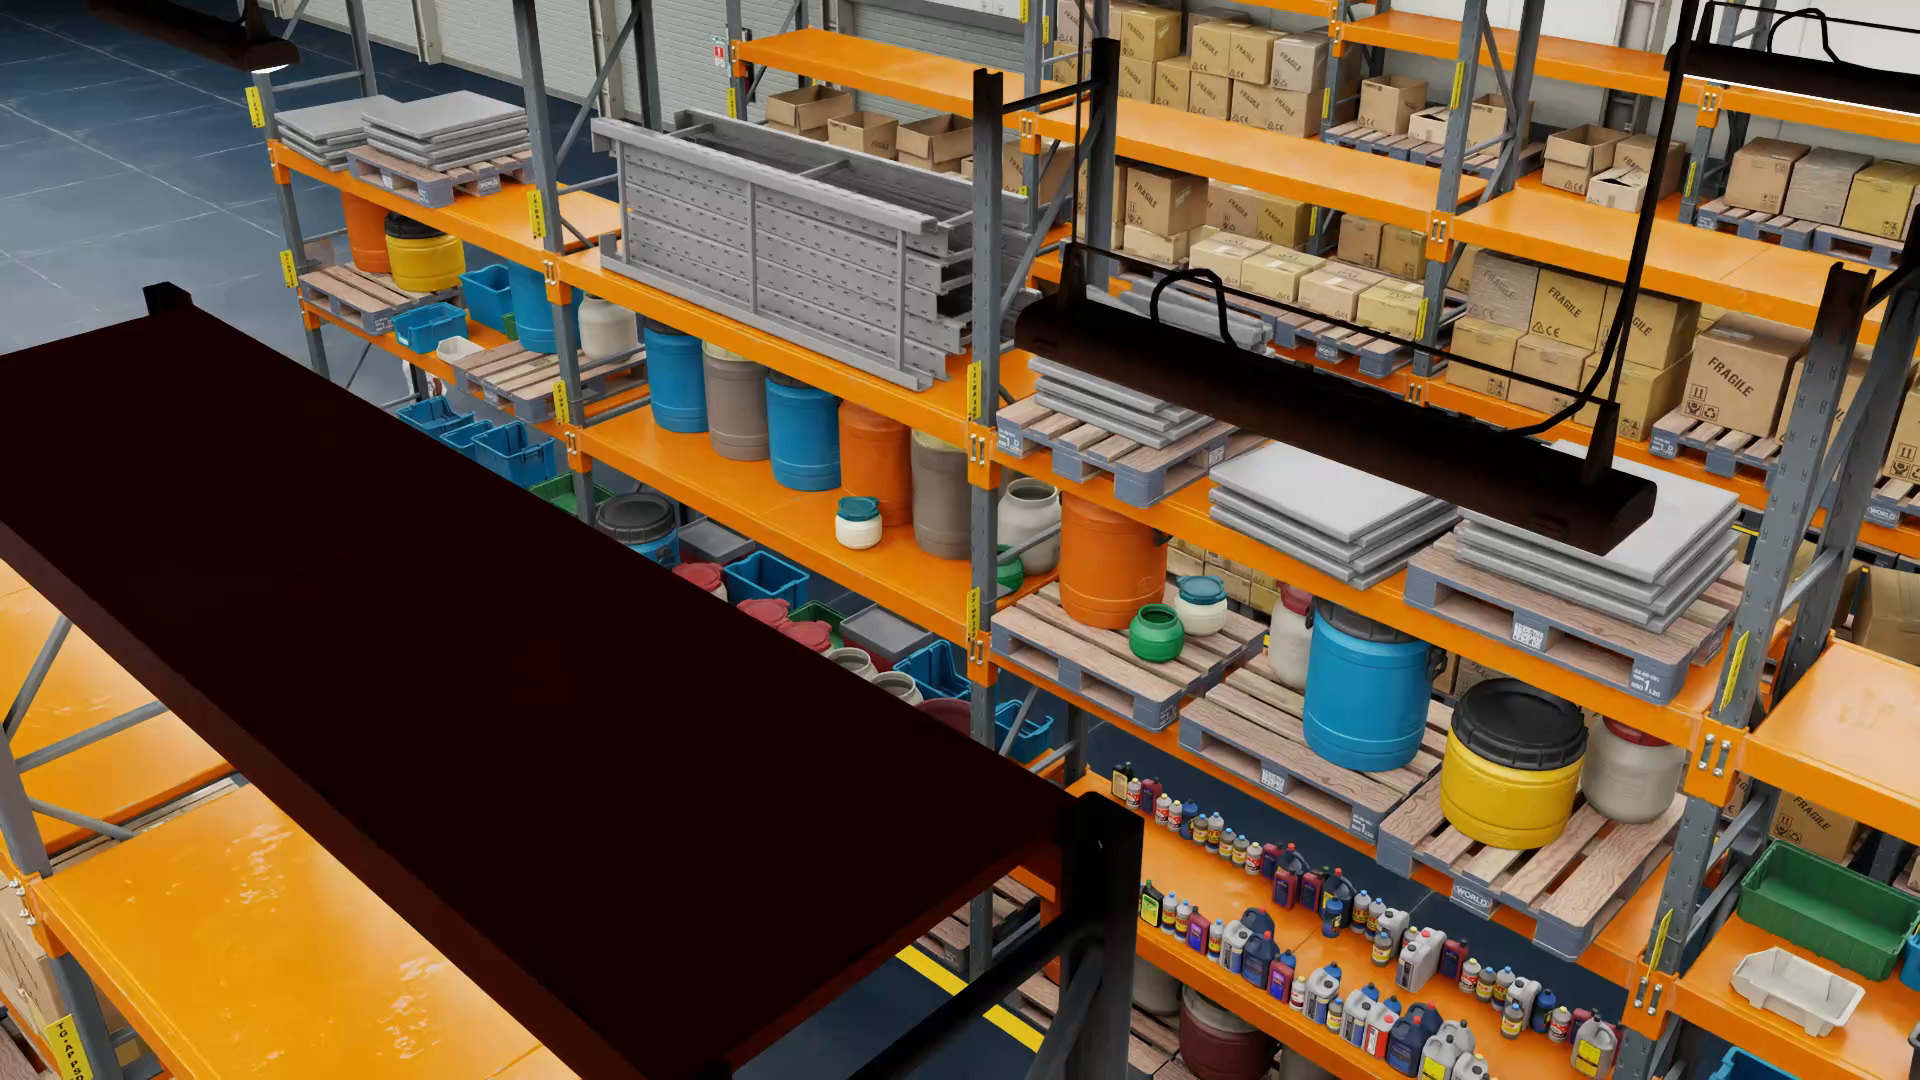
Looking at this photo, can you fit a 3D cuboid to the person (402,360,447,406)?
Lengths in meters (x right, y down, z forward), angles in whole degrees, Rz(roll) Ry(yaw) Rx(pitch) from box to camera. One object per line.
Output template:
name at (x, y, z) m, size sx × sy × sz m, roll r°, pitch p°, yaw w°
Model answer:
person at (-5.461, -1.478, 17.120) m, size 0.491 × 1.677 × 0.520 m, roll 18°, pitch 34°, yaw 28°
